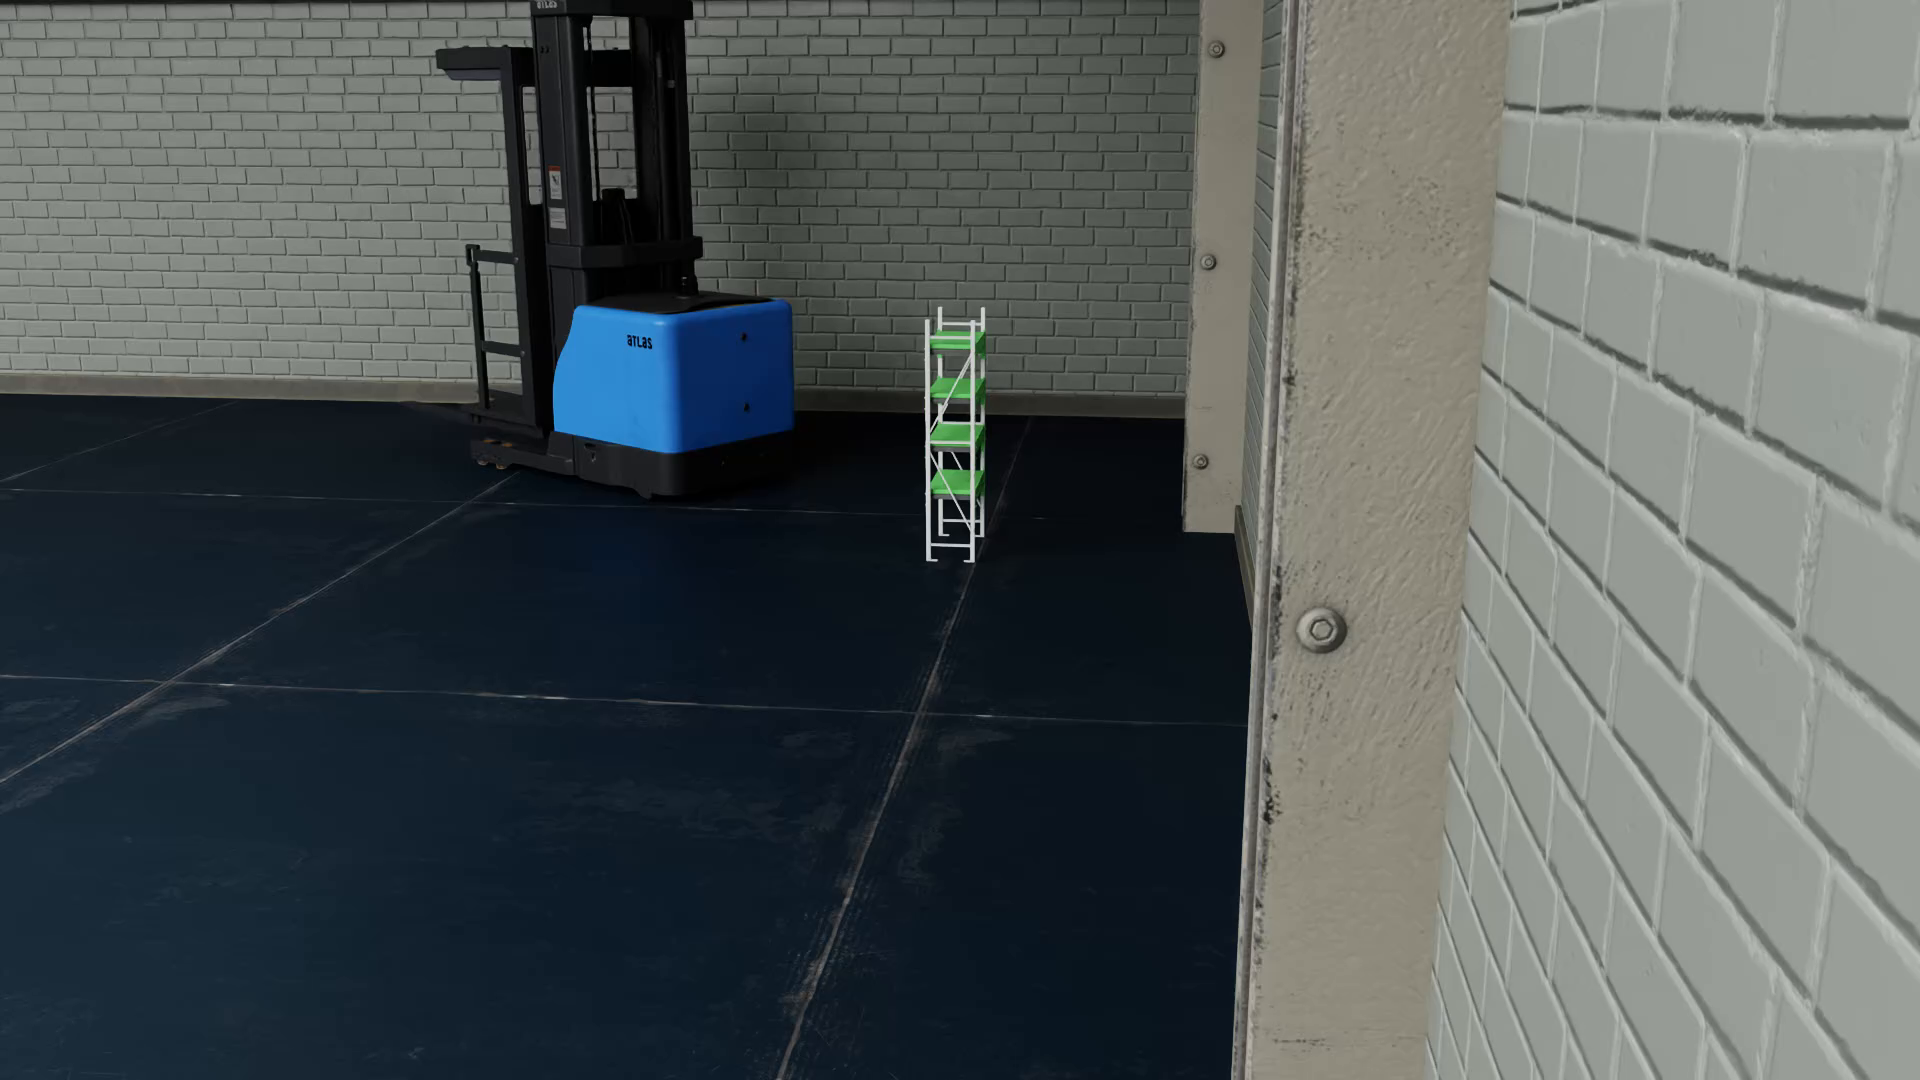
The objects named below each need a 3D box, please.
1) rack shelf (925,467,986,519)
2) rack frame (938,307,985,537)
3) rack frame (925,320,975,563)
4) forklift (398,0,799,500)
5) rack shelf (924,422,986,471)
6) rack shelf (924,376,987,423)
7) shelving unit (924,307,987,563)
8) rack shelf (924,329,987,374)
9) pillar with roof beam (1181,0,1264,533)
[{"bbox_3d":[-0.019,-0.243,8.426,0.258,0.148,0.480,2,15,6],"label":"rack shelf"},{"bbox_3d":[0.009,-0.600,8.581,0.240,1.200,0.015,2,15,6],"label":"rack frame"},{"bbox_3d":[-0.046,-0.473,8.113,0.240,1.200,0.015,2,15,6],"label":"rack frame"},{"bbox_3d":[-2.423,-1.939,10.218,3.031,2.935,1.130,12,19,38],"label":"forklift"},{"bbox_3d":[-0.019,-0.475,8.363,0.258,0.148,0.480,2,15,6],"label":"rack shelf"},{"bbox_3d":[-0.019,-0.706,8.301,0.258,0.148,0.480,2,15,6],"label":"rack shelf"},{"bbox_3d":[-0.019,-0.536,8.347,0.258,1.200,0.503,2,15,6],"label":"shelving unit"},{"bbox_3d":[-0.019,-0.938,8.238,0.258,0.148,0.480,2,15,6],"label":"rack shelf"},{"bbox_3d":[-2.920,-4.563,8.296,9.100,9.000,0.400,2,15,6],"label":"pillar with roof beam"}]
